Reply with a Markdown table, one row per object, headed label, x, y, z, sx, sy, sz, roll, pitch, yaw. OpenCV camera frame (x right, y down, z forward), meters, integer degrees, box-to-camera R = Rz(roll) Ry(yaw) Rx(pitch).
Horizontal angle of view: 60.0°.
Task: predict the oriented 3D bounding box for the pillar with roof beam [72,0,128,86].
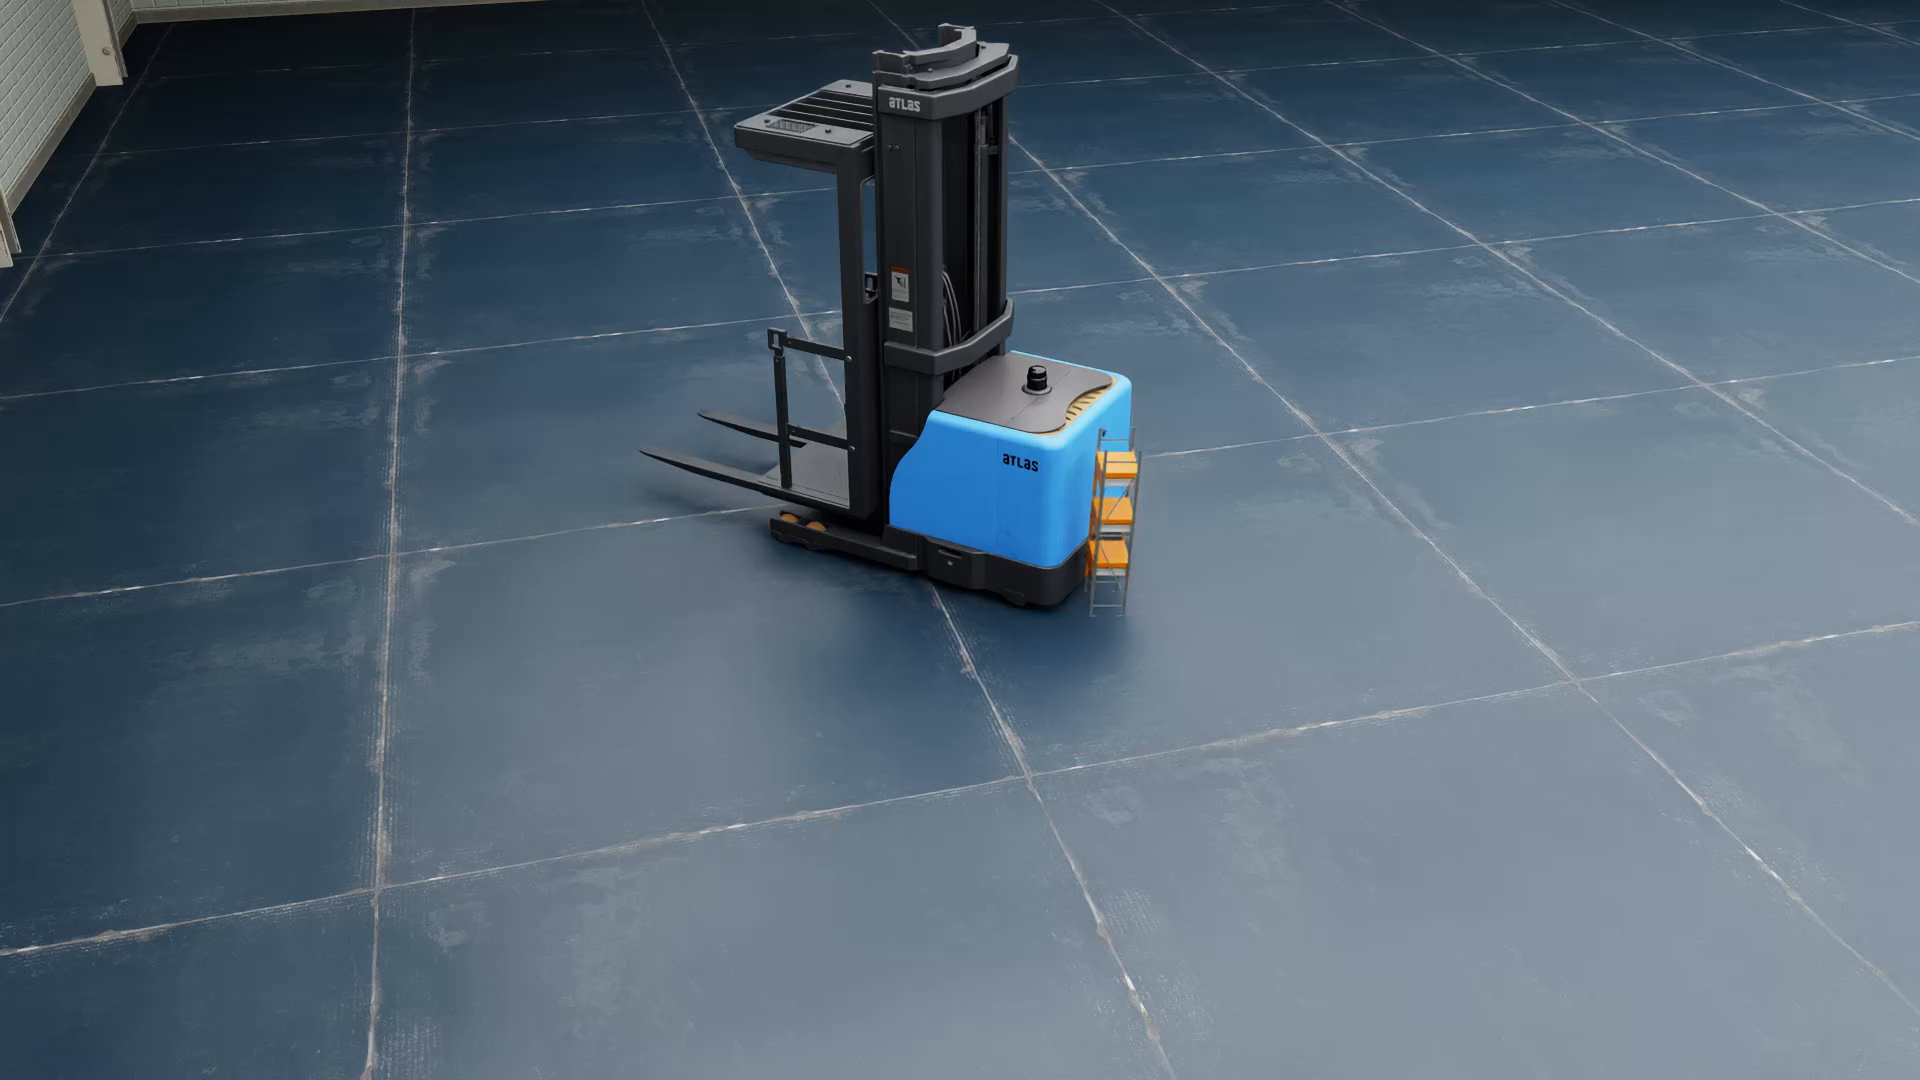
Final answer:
| label | x | y | z | sx | sy | sz | roll | pitch | yaw |
| --- | --- | --- | --- | --- | --- | --- | --- | --- | --- |
| pillar with roof beam | -5.594 | -9.733 | 17.814 | 9.100 | 9.000 | 0.400 | -8 | 31 | -13 |

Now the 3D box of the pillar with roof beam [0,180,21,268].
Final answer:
| label | x | y | z | sx | sy | sz | roll | pitch | yaw |
| --- | --- | --- | --- | --- | --- | --- | --- | --- | --- |
| pillar with roof beam | -4.002 | -6.835 | 12.808 | 9.100 | 9.000 | 0.400 | -8 | 31 | -13 |

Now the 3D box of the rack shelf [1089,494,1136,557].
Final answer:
| label | x | y | z | sx | sy | sz | roll | pitch | yaw |
| --- | --- | --- | --- | --- | --- | --- | --- | --- | --- |
| rack shelf | 0.828 | -0.078 | 9.075 | 0.215 | 0.259 | 0.240 | 0 | 32 | -4 |

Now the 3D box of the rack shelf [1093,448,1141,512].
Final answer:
| label | x | y | z | sx | sy | sz | roll | pitch | yaw |
| --- | --- | --- | --- | --- | --- | --- | --- | --- | --- |
| rack shelf | 0.839 | -0.320 | 8.926 | 0.215 | 0.259 | 0.240 | 0 | 32 | -4 |

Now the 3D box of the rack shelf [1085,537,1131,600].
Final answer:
| label | x | y | z | sx | sy | sz | roll | pitch | yaw |
| --- | --- | --- | --- | --- | --- | --- | --- | --- | --- |
| rack shelf | 0.818 | 0.159 | 9.220 | 0.215 | 0.259 | 0.240 | 0 | 32 | -4 |

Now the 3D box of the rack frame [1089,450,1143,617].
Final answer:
| label | x | y | z | sx | sy | sz | roll | pitch | yaw |
| --- | --- | --- | --- | --- | --- | --- | --- | --- | --- |
| rack frame | 0.836 | -0.023 | 8.965 | 0.200 | 1.050 | 0.008 | 0 | 32 | -4 |

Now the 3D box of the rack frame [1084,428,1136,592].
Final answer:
| label | x | y | z | sx | sy | sz | roll | pitch | yaw |
| --- | --- | --- | --- | --- | --- | --- | --- | --- | --- |
| rack frame | 0.822 | -0.151 | 9.173 | 0.200 | 1.050 | 0.008 | 0 | 32 | -4 |

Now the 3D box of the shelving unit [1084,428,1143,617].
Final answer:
| label | x | y | z | sx | sy | sz | roll | pitch | yaw |
| --- | --- | --- | --- | --- | --- | --- | --- | --- | --- |
| shelving unit | 0.829 | -0.087 | 9.069 | 0.215 | 1.050 | 0.252 | 0 | 32 | -4 |

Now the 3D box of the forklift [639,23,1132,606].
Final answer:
| label | x | y | z | sx | sy | sz | roll | pitch | yaw |
| --- | --- | --- | --- | --- | --- | --- | --- | --- | --- |
| forklift | -0.549 | -1.422 | 9.512 | 3.031 | 2.935 | 1.130 | 16 | 34 | 25 |
